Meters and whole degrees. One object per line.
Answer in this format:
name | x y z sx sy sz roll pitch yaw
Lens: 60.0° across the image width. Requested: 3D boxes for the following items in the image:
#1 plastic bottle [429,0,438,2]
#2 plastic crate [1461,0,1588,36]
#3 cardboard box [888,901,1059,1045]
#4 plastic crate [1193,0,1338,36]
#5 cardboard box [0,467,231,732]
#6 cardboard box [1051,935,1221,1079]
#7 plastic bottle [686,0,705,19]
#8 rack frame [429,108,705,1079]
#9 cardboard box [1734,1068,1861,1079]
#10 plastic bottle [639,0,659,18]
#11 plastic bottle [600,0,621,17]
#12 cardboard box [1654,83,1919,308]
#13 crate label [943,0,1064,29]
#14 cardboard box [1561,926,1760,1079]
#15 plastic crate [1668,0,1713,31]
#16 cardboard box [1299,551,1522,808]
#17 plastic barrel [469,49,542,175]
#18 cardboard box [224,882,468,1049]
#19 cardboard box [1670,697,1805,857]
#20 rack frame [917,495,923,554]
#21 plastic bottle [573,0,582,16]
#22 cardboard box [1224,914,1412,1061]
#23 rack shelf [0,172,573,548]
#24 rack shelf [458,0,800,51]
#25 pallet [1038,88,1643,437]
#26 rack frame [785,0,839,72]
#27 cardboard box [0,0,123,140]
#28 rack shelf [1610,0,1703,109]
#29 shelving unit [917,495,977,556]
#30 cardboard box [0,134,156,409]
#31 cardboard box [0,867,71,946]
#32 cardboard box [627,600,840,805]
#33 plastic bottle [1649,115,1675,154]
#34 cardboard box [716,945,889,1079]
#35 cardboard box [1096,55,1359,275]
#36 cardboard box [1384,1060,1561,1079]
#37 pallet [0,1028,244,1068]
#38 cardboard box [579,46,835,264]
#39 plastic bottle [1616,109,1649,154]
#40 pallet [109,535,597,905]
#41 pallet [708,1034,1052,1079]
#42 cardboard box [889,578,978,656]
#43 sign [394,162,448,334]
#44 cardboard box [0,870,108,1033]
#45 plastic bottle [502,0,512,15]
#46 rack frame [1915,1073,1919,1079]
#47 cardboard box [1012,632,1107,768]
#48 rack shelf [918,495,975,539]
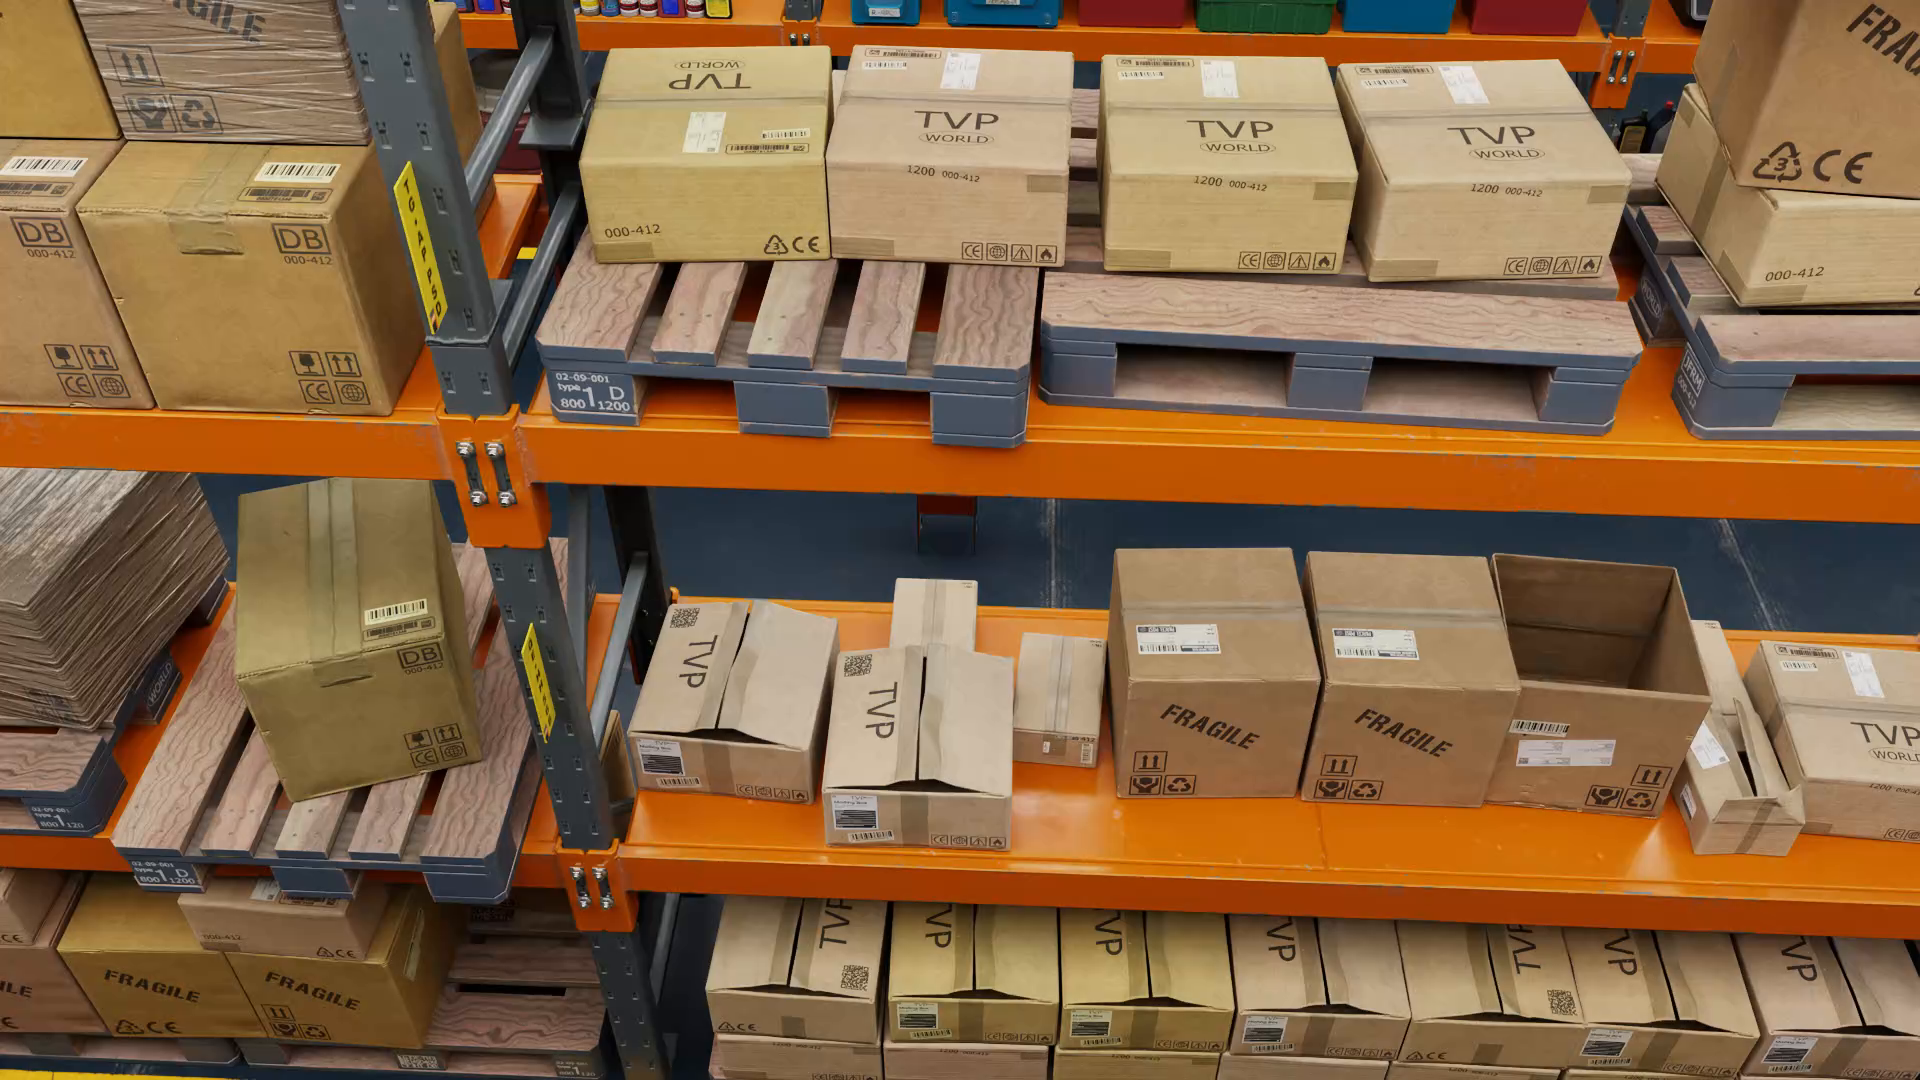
plastic bottle | -2.647 -2.729 8.149 0.133 0.283 0.061 2 43 2
plastic crate | 2.735 -2.712 7.999 0.583 0.464 0.402 2 43 2
cardboard box | 0.045 1.242 5.099 0.500 0.311 0.500 1 43 1
plastic crate | 1.480 -2.665 8.152 0.662 0.188 0.450 2 43 2
cardboard box | -2.530 0.077 4.670 0.500 0.500 0.700 9 44 10
cardboard box | 0.541 1.463 5.273 0.500 0.250 0.500 1 43 1
plastic bottle | -1.301 -2.670 8.146 0.097 0.201 0.097 0 43 0
rack frame | -0.990 0.368 4.739 0.127 3.000 1.000 2 43 2
cardboard box | 2.578 1.528 5.204 0.500 0.250 0.500 1 43 1
plastic bottle | -1.532 -2.677 8.154 0.097 0.201 0.097 0 43 0
plastic bottle | -1.726 -2.708 8.137 0.097 0.271 0.097 0 43 0
cardboard box | 1.842 -0.746 3.537 0.500 0.250 0.500 -2 43 -2
crate label | 0.217 -2.803 8.118 0.616 0.435 0.502 2 43 2
cardboard box | 2.068 1.309 5.027 0.500 0.311 0.500 3 43 3
plastic crate | 3.750 -2.756 8.139 0.504 0.338 0.767 2 43 2
cardboard box | 1.213 0.388 4.645 0.500 0.500 0.500 2 43 2
plastic barrel | -2.381 -2.314 9.080 0.708 0.588 0.600 2 43 2
cardboard box | -1.935 1.253 5.301 0.500 0.500 0.500 3 43 4
cardboard box | 2.119 0.638 4.548 0.258 0.266 0.396 1 43 1
rack frame | -0.175 -0.390 6.983 0.008 1.050 0.200 2 43 2
plastic bottle | -1.921 -2.714 8.143 0.097 0.271 0.097 0 43 0
cardboard box | 1.068 1.275 5.064 0.500 0.311 0.500 1 43 1
rack shelf | -2.988 -0.527 4.028 4.000 0.370 1.077 2 43 2
rack shelf | -2.761 -2.803 8.671 4.000 0.370 1.077 2 43 2
pallet | 0.809 -0.668 3.790 1.213 0.211 1.003 4 43 4
rack frame | -0.763 -3.005 8.360 0.127 3.000 1.000 2 43 2
cardboard box | -1.935 -1.165 3.378 0.500 0.500 0.500 2 43 2
rack shelf | 5.230 -2.557 8.408 4.000 0.370 1.077 2 43 2
shelving unit | -0.053 -0.386 6.979 0.252 1.050 0.215 2 43 2
cardboard box | -1.937 -0.772 3.690 0.500 0.500 0.910 2 43 2
cardboard box | -3.014 0.951 5.075 0.500 0.250 0.500 1 43 1
cardboard box | -0.629 0.442 4.726 0.500 0.311 0.500 4 43 5
plastic bottle | 3.882 -2.152 9.065 0.185 0.351 0.144 2 43 2
cardboard box | -0.480 1.437 5.302 0.500 0.250 0.500 2 43 2
cardboard box | 0.561 -0.823 3.620 0.500 0.250 0.500 1 43 1
cardboard box | 1.562 1.496 5.238 0.500 0.250 0.500 3 43 3
pallet | -2.950 1.301 5.784 1.213 0.211 1.003 2 43 2
cardboard box | -0.535 -0.853 3.651 0.500 0.250 0.500 -1 43 -1
plastic bottle | 3.728 -2.259 9.229 0.133 0.283 0.061 4 43 4
pallet | -1.671 0.465 4.776 1.003 0.211 1.213 2 43 2
pallet | -0.170 1.440 5.634 1.213 0.211 1.003 2 43 2
cardboard box | -0.079 0.300 4.997 0.250 0.149 0.380 2 43 2
sign | -1.017 -0.549 3.144 0.005 0.325 0.100 2 43 2
cardboard box | -2.977 1.225 5.331 0.500 0.500 0.500 0 43 0
plastic bottle | -2.213 -2.698 8.176 0.097 0.201 0.097 0 43 0
rack frame | 3.006 0.491 4.608 0.127 3.000 1.000 2 43 2
cardboard box | 0.286 0.461 4.824 0.250 0.149 0.380 5 43 5
rack shelf | -0.053 -0.175 7.176 0.240 0.259 0.215 2 43 2
